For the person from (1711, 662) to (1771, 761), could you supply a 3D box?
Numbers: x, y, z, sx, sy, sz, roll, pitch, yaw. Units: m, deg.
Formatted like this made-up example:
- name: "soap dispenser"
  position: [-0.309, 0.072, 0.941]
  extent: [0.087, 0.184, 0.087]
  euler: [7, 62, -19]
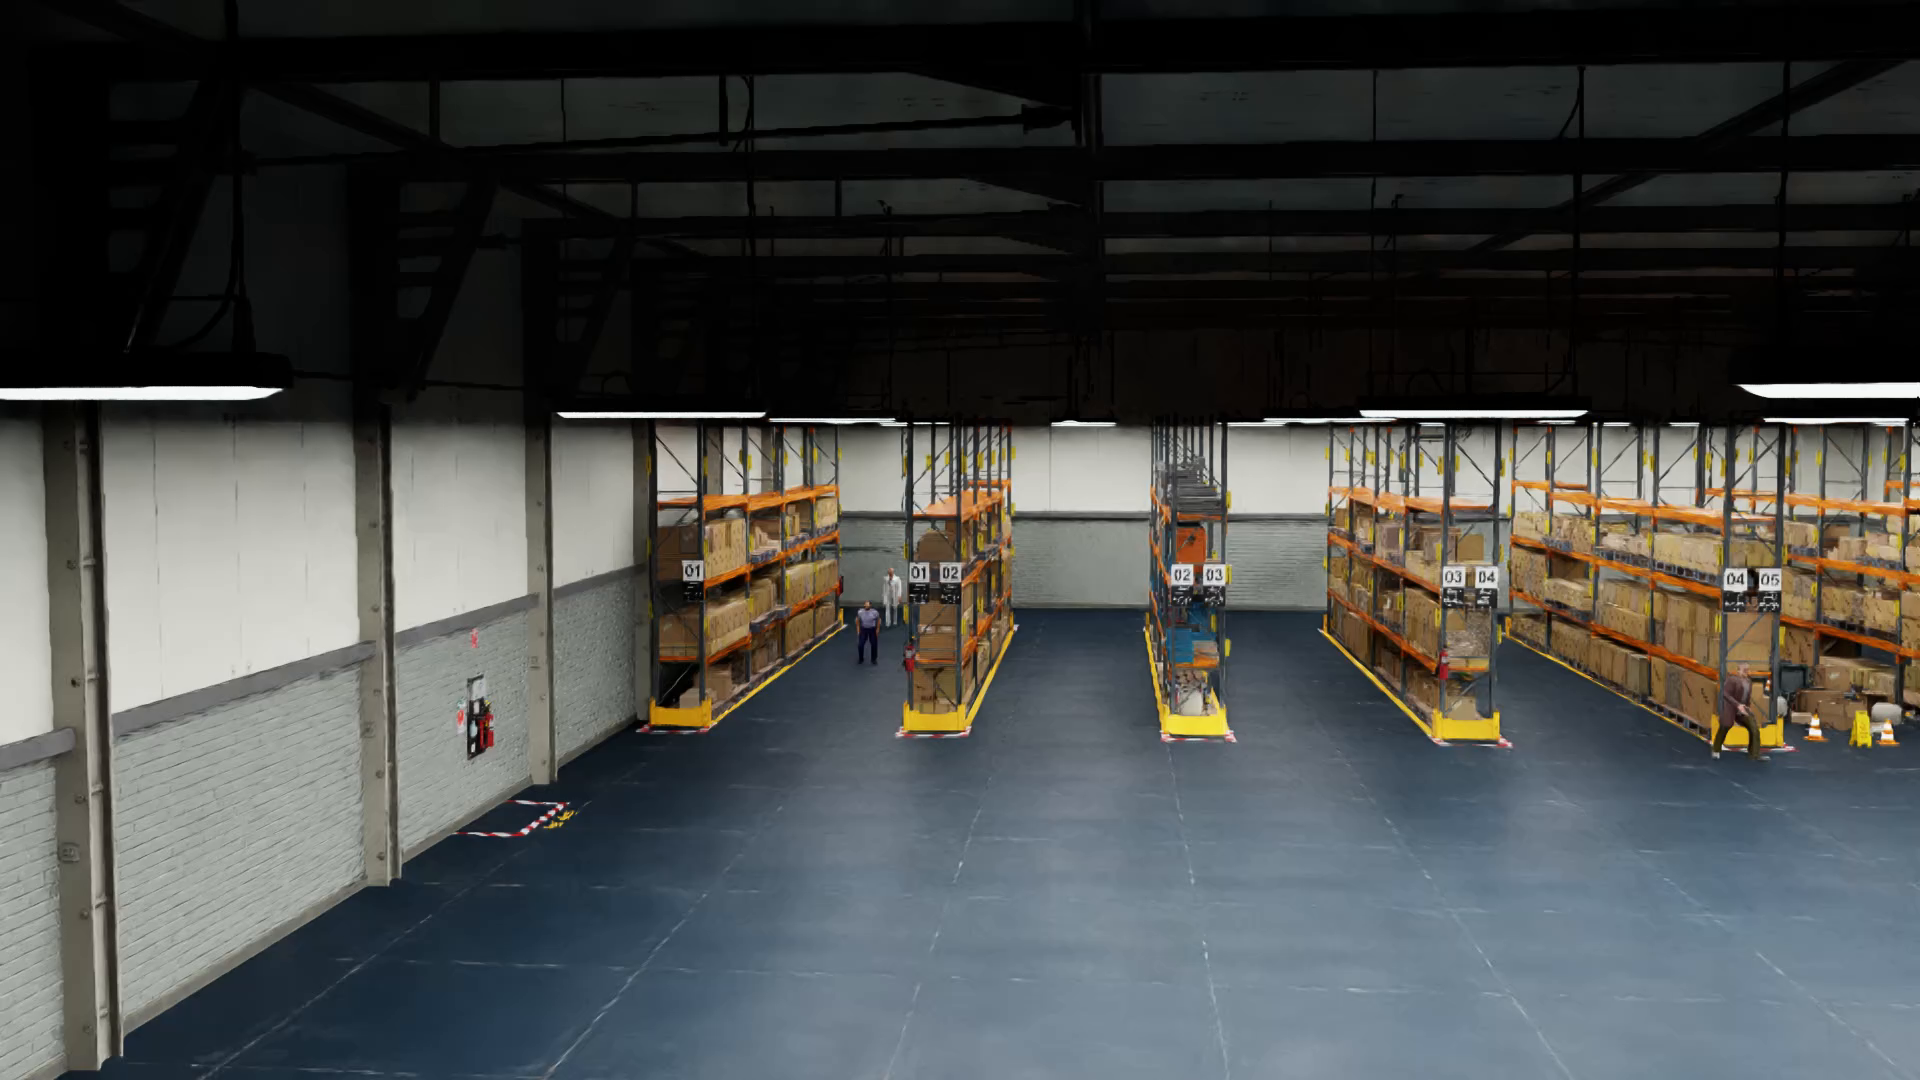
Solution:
- name: "person"
  position: [13.363, 2.932, 28.589]
  extent: [0.737, 1.717, 0.880]
  euler: [-1, 4, -12]

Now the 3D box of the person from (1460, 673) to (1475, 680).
- name: "person"
  position: [11.545, 2.259, 37.853]
  extent: [0.471, 1.789, 0.623]
  euler: [-1, 4, -16]

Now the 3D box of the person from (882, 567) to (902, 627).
- name: "person"
  position: [-1.962, 1.635, 47.913]
  extent: [0.603, 1.725, 1.110]
  euler: [0, 4, 4]

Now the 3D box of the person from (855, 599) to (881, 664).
- name: "person"
  position: [-2.229, 2.219, 40.355]
  extent: [0.625, 1.596, 0.517]
  euler: [0, 4, 2]
